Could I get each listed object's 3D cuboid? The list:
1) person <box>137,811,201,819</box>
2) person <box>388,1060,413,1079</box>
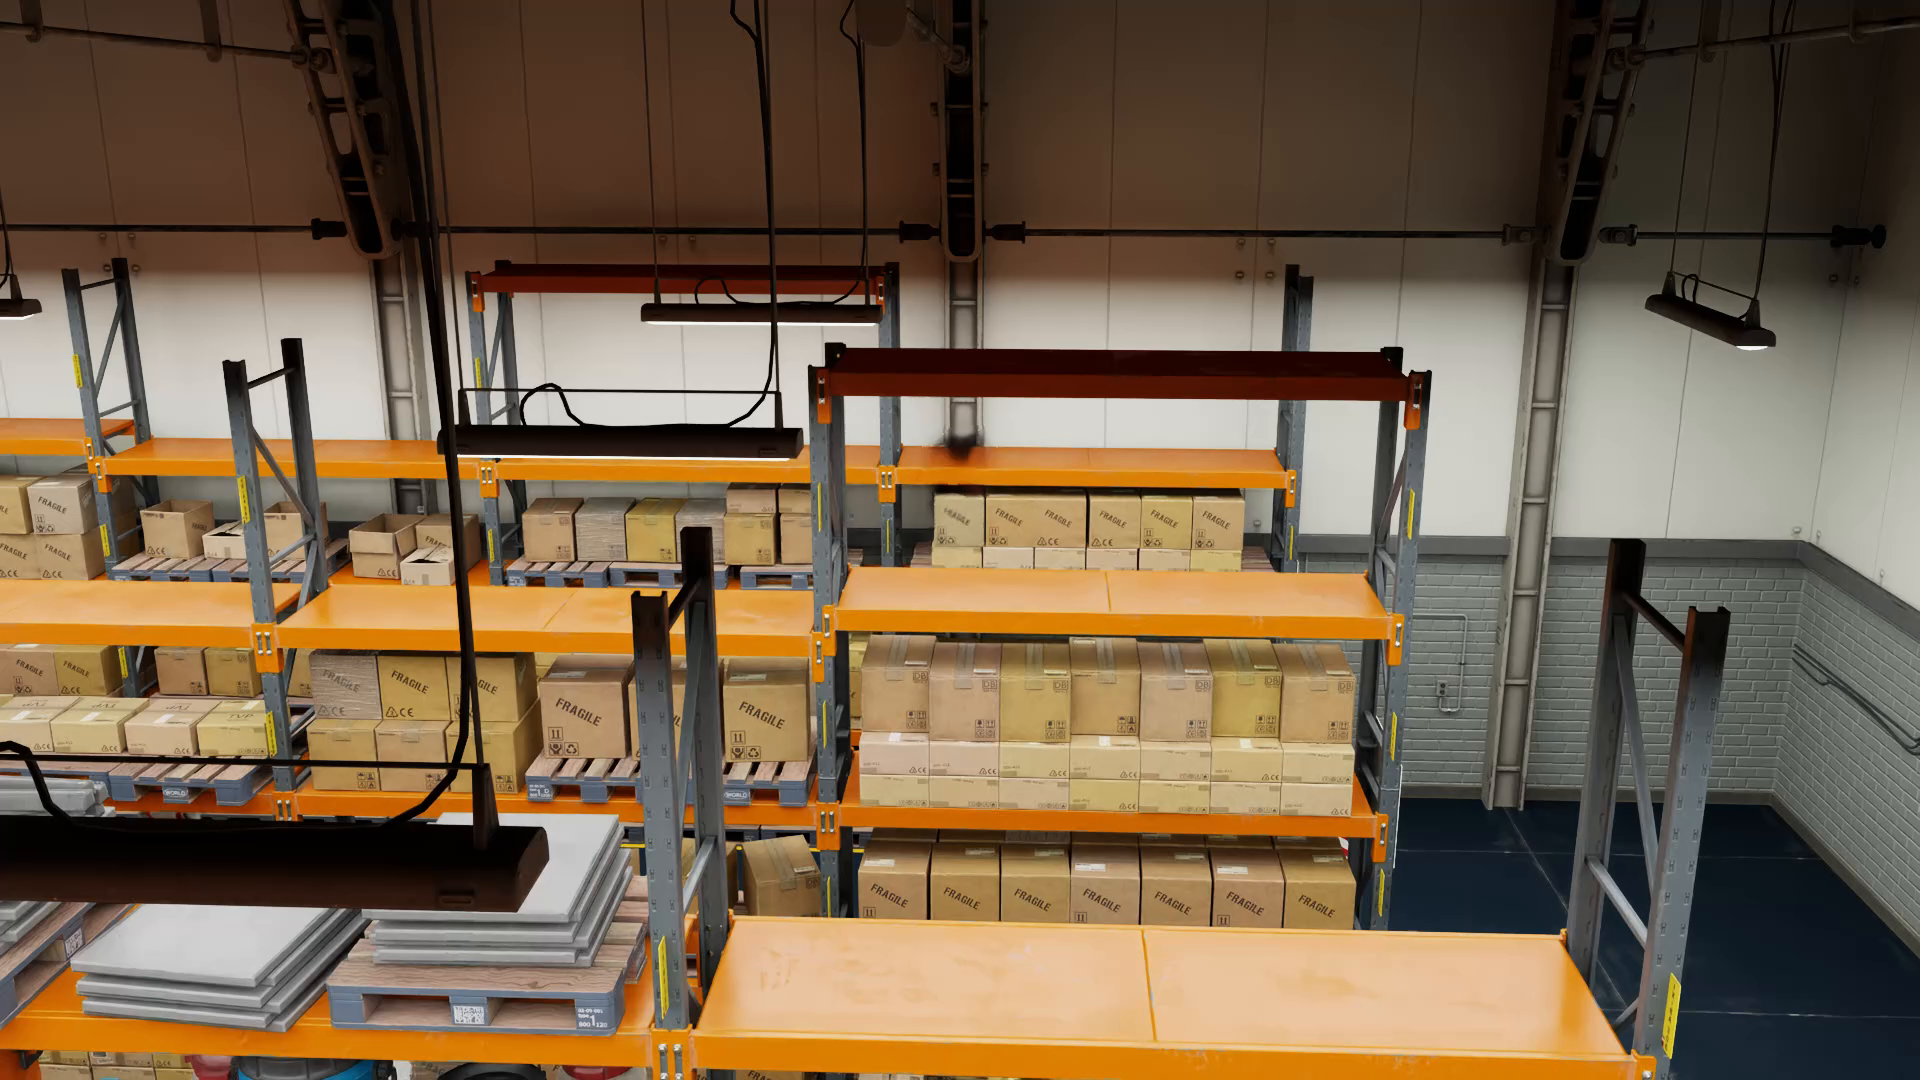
[{"bbox_3d":[-7.254,2.921,15.362,0.647,1.826,0.353,-2,16,-6],"label":"person"},{"bbox_3d":[-3.733,4.212,11.073,0.521,1.701,0.405,-5,17,-17],"label":"person"}]
